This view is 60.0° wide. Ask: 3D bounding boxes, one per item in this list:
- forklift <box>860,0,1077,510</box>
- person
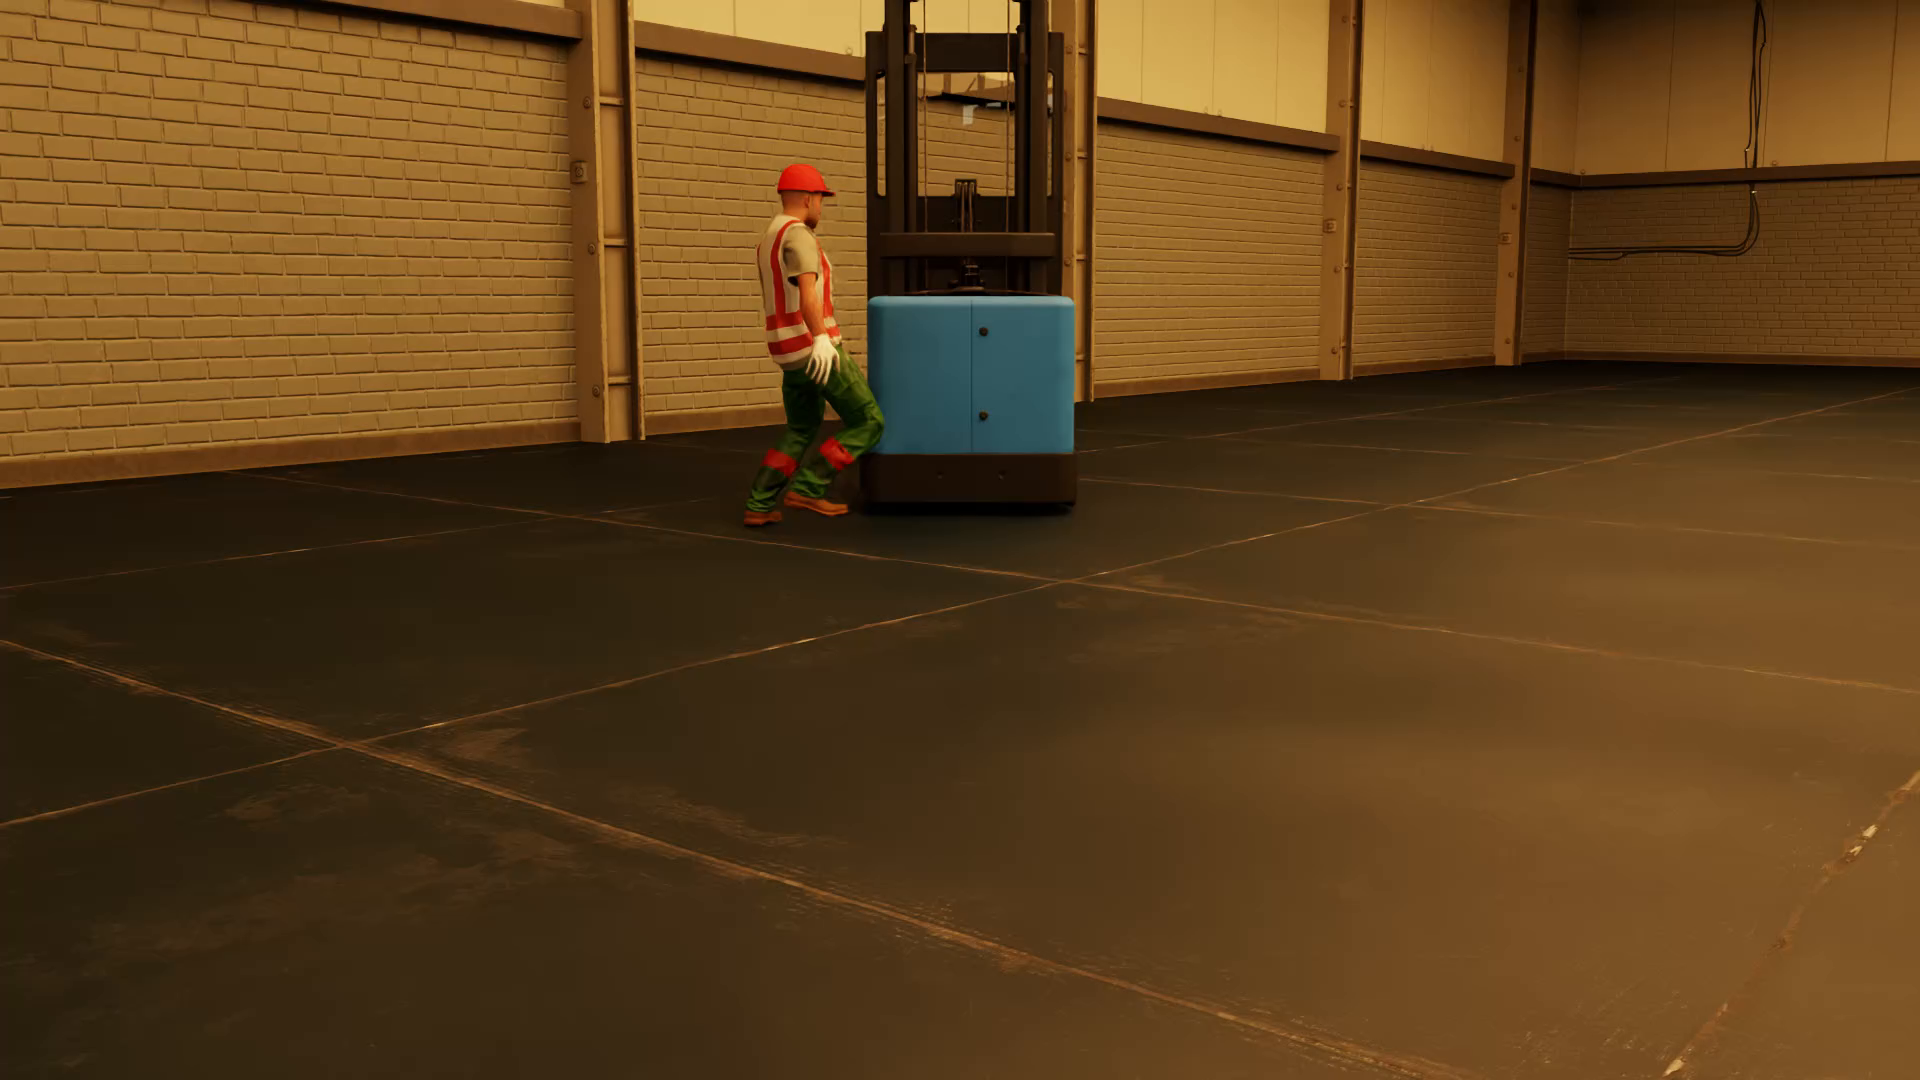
[{"bbox_3d":[0.019,-1.782,9.459,1.130,2.935,3.031,0,8,-1],"label":"forklift"},{"bbox_3d":[-0.690,-0.877,7.654,0.553,1.678,0.949,-3,9,-20],"label":"person"}]
